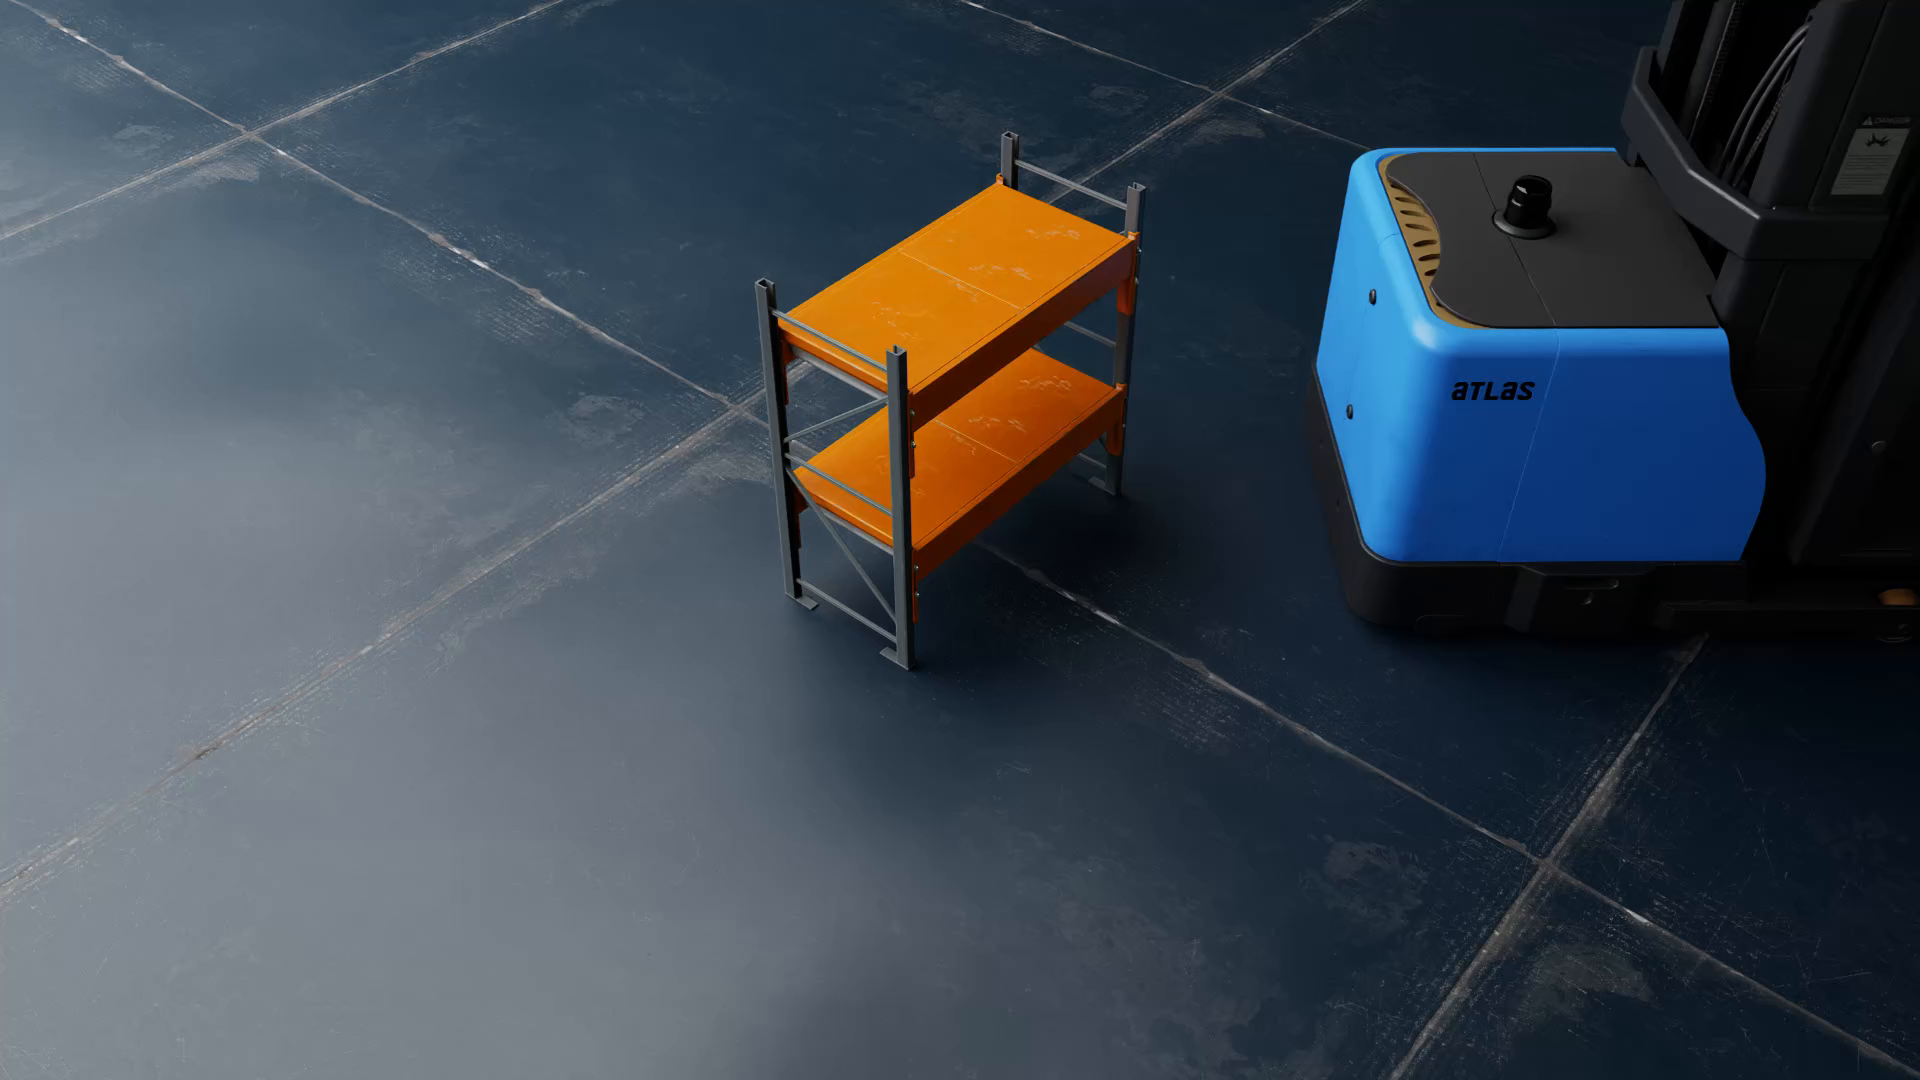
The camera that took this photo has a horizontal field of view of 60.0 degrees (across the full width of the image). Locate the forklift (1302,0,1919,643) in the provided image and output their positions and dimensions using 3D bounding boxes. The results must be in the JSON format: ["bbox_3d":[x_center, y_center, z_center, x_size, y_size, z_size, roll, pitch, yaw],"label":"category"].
[{"bbox_3d":[2.663,-1.140,4.326,3.031,2.935,1.130,0,42,0],"label":"forklift"}]

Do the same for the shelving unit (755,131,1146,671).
[{"bbox_3d":[-0.004,-0.413,4.868,0.538,1.125,1.048,29,50,28],"label":"shelving unit"}]

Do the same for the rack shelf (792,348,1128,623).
[{"bbox_3d":[-0.004,-0.232,5.032,0.538,0.278,1.000,29,50,28],"label":"rack shelf"}]

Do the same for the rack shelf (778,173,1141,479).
[{"bbox_3d":[-0.004,-0.629,4.671,0.538,0.278,1.000,29,50,28],"label":"rack shelf"}]

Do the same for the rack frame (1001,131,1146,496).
[{"bbox_3d":[0.323,-0.674,5.156,0.500,1.125,0.032,29,50,28],"label":"rack frame"}]

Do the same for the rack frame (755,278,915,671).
[{"bbox_3d":[-0.331,-0.151,4.580,0.500,1.125,0.032,29,50,28],"label":"rack frame"}]
